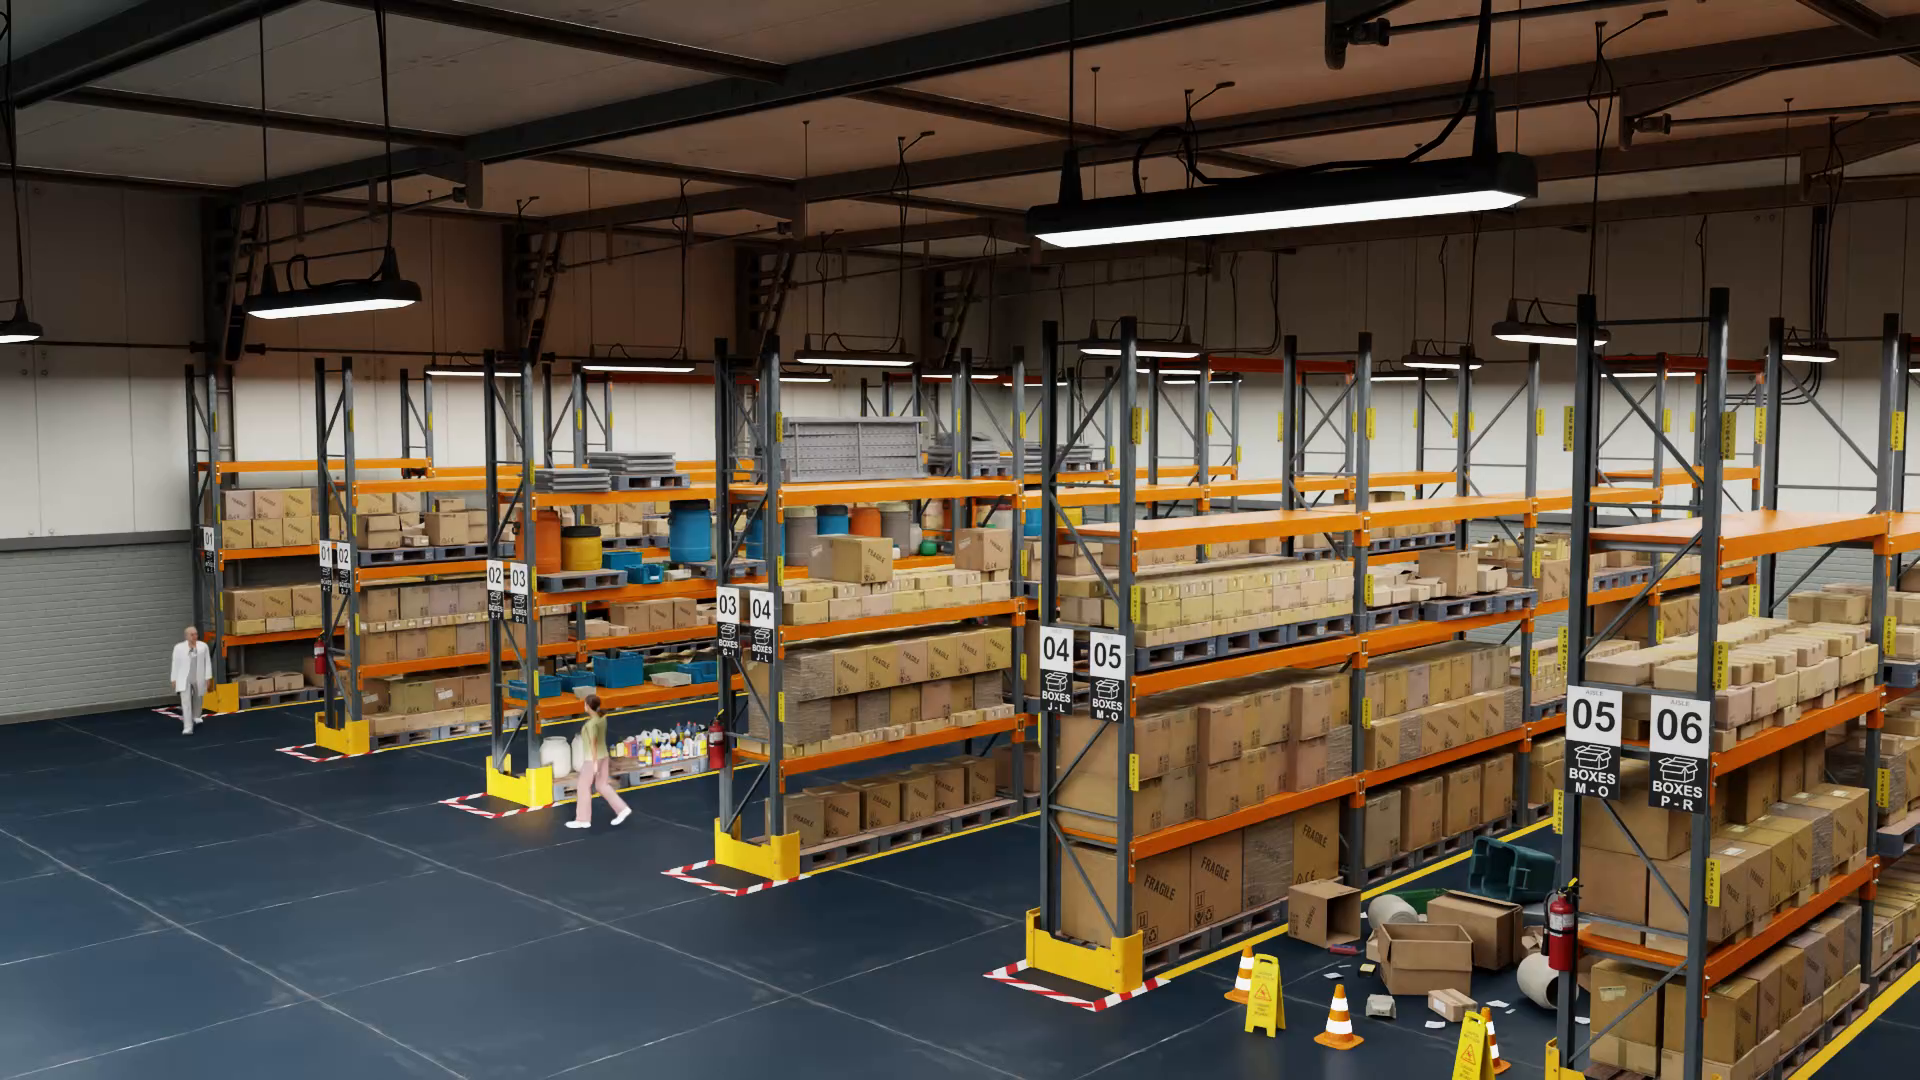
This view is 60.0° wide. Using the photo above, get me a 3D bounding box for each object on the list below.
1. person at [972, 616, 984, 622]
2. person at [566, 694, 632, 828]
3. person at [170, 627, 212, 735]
[{"bbox_3d":[0.250,1.878,31.772,0.498,1.723,0.566,-1,5,-16],"label":"person"},{"bbox_3d":[-4.495,2.743,20.690,0.764,1.662,0.439,1,5,14],"label":"person"},{"bbox_3d":[-12.439,2.249,26.906,0.615,1.717,1.206,-2,5,-29],"label":"person"}]
